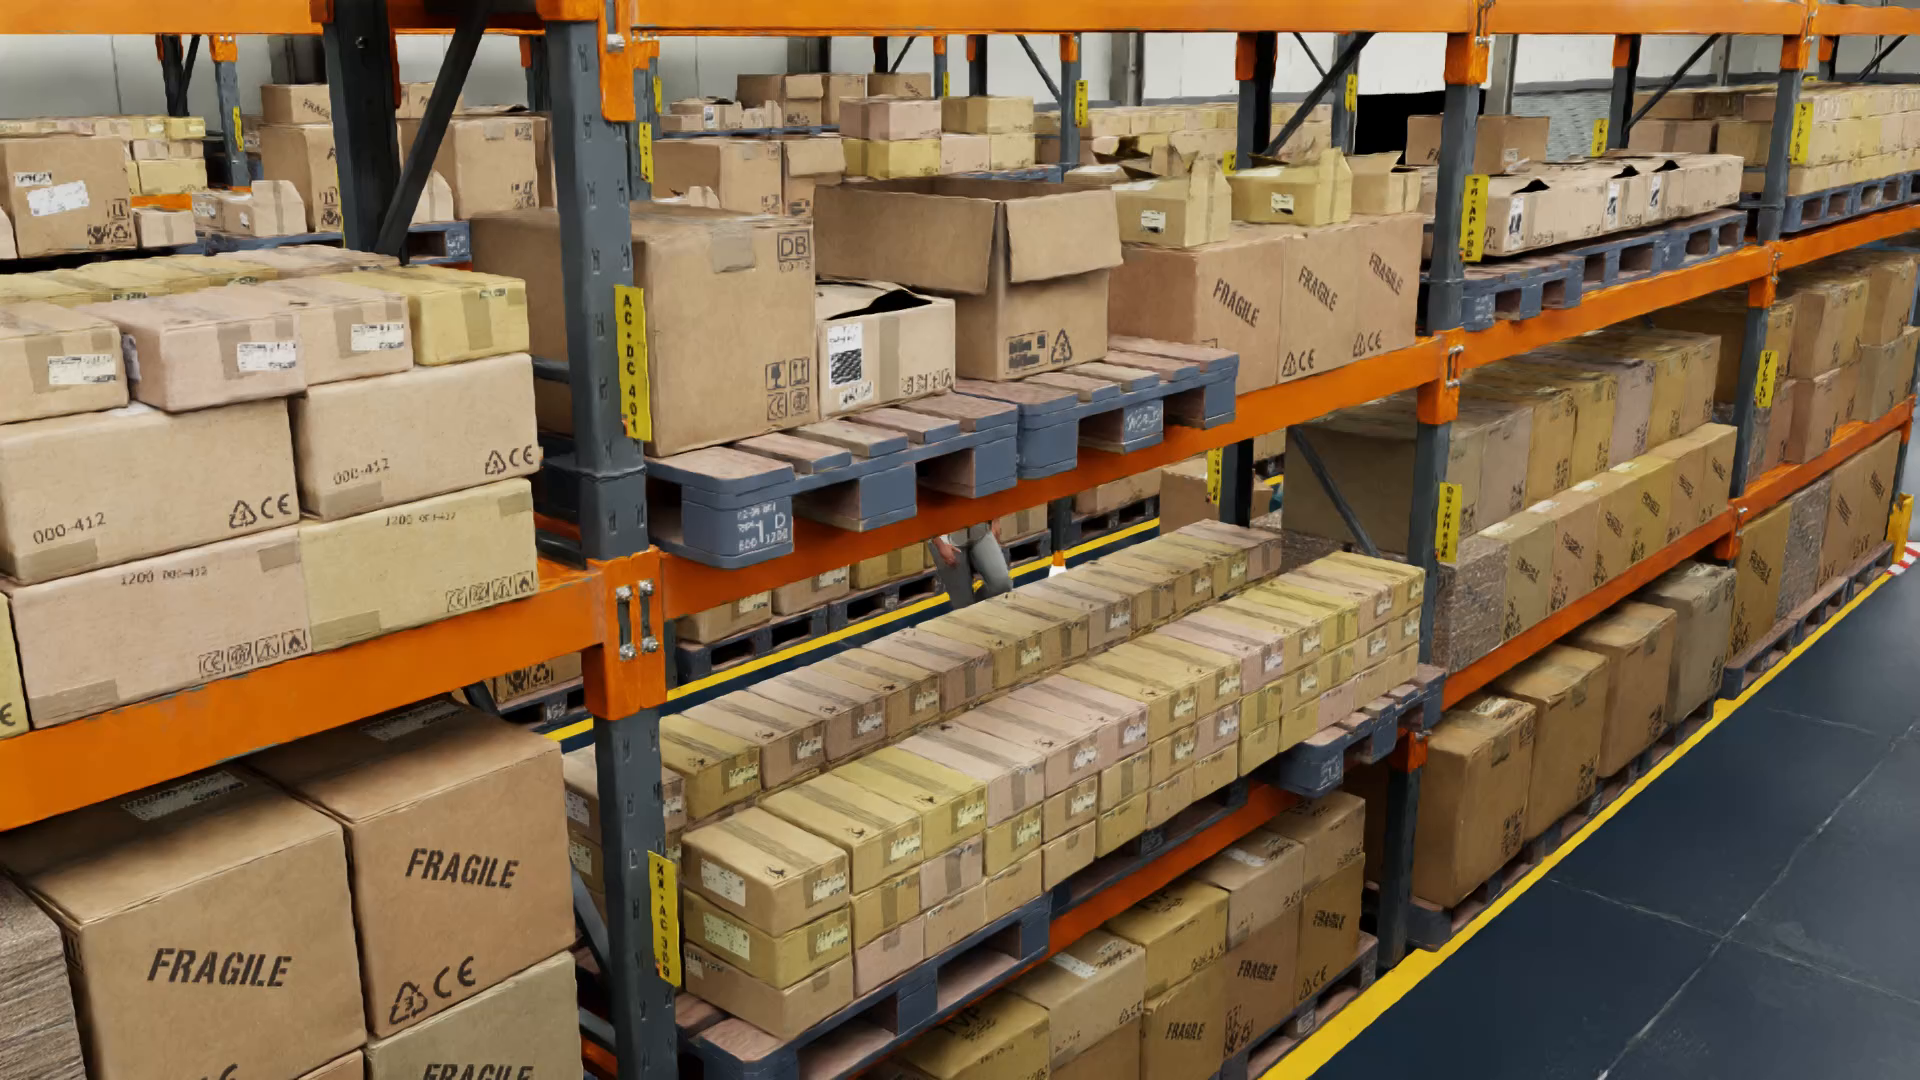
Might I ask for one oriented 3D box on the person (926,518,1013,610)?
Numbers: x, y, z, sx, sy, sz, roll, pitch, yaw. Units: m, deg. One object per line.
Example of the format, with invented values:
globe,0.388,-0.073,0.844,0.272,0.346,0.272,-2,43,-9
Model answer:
person,-0.001,-0.044,10.689,0.690,1.705,0.516,-6,18,-19
